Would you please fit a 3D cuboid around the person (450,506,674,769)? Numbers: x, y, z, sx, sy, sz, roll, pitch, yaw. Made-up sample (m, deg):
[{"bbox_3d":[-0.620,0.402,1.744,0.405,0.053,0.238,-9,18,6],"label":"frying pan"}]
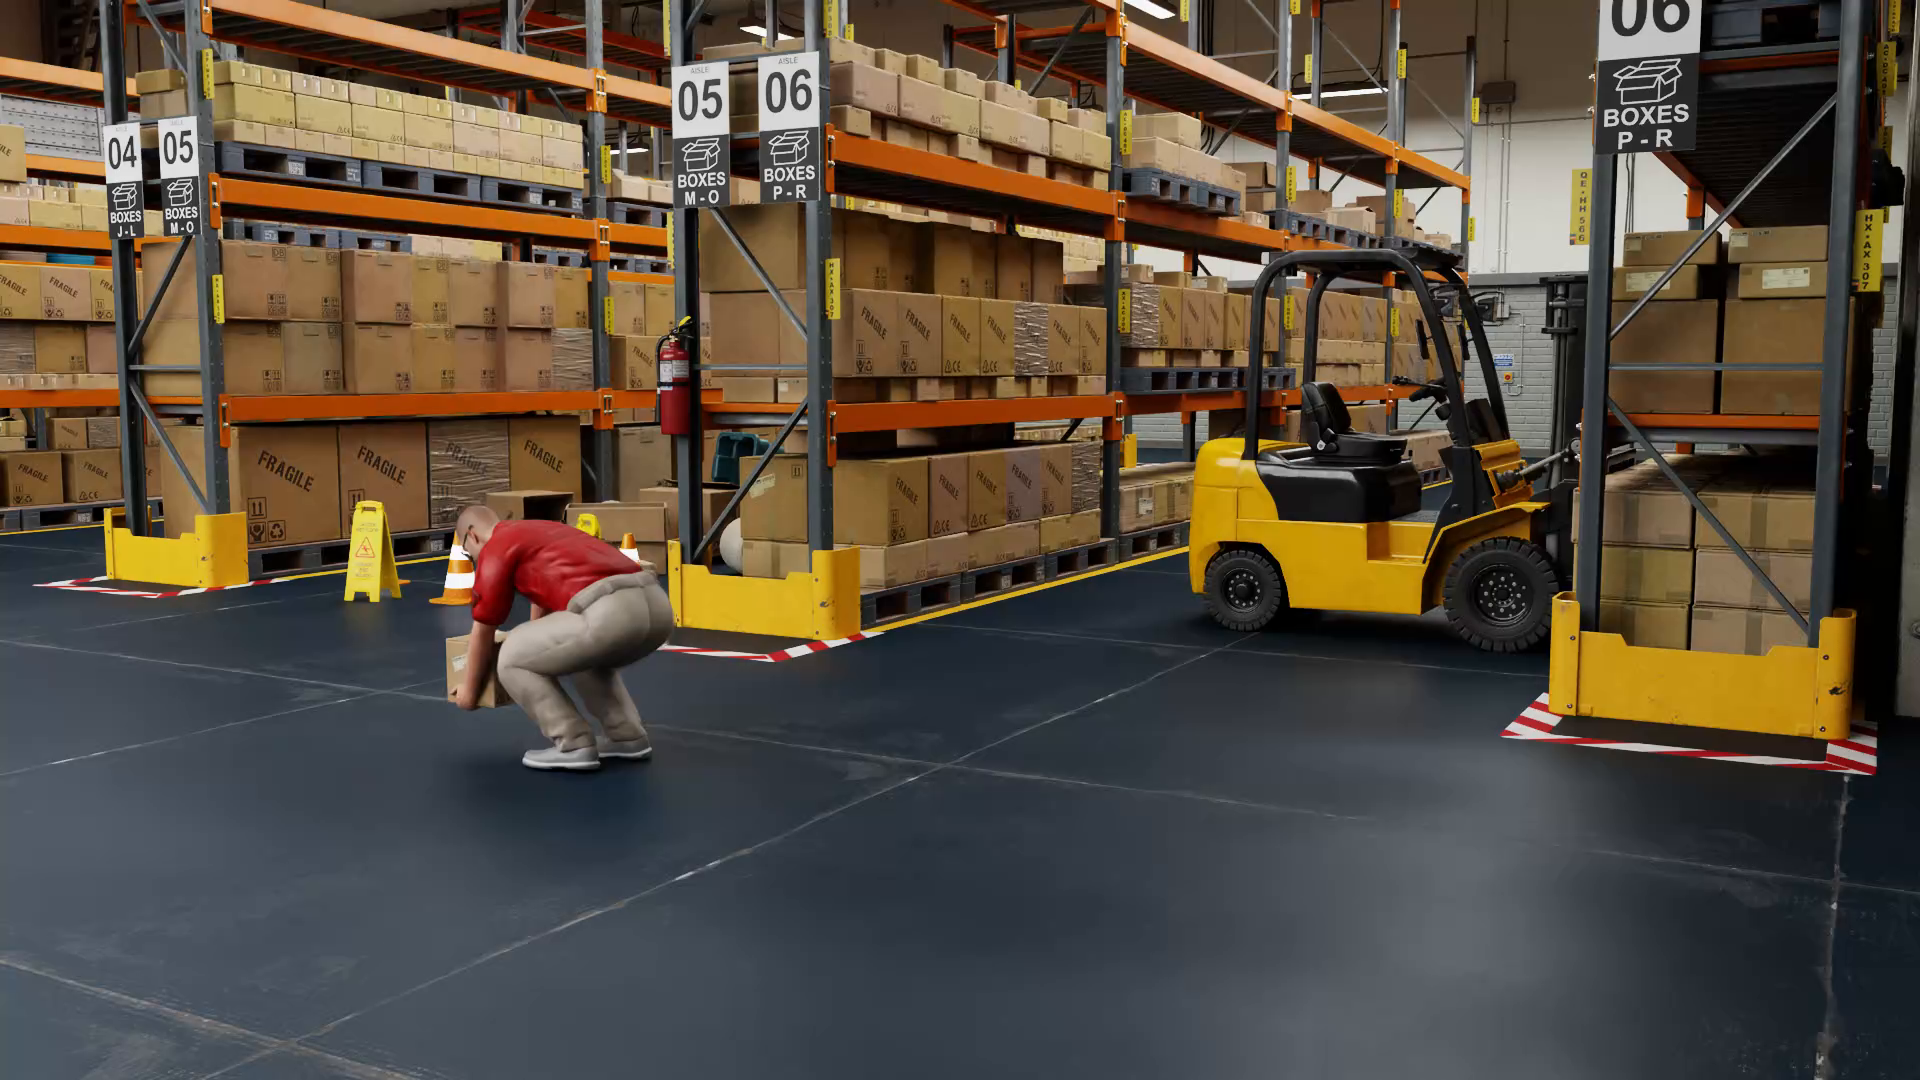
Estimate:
[{"bbox_3d":[-1.537,0.366,6.371,0.906,0.977,0.524,3,7,27],"label":"person"}]
